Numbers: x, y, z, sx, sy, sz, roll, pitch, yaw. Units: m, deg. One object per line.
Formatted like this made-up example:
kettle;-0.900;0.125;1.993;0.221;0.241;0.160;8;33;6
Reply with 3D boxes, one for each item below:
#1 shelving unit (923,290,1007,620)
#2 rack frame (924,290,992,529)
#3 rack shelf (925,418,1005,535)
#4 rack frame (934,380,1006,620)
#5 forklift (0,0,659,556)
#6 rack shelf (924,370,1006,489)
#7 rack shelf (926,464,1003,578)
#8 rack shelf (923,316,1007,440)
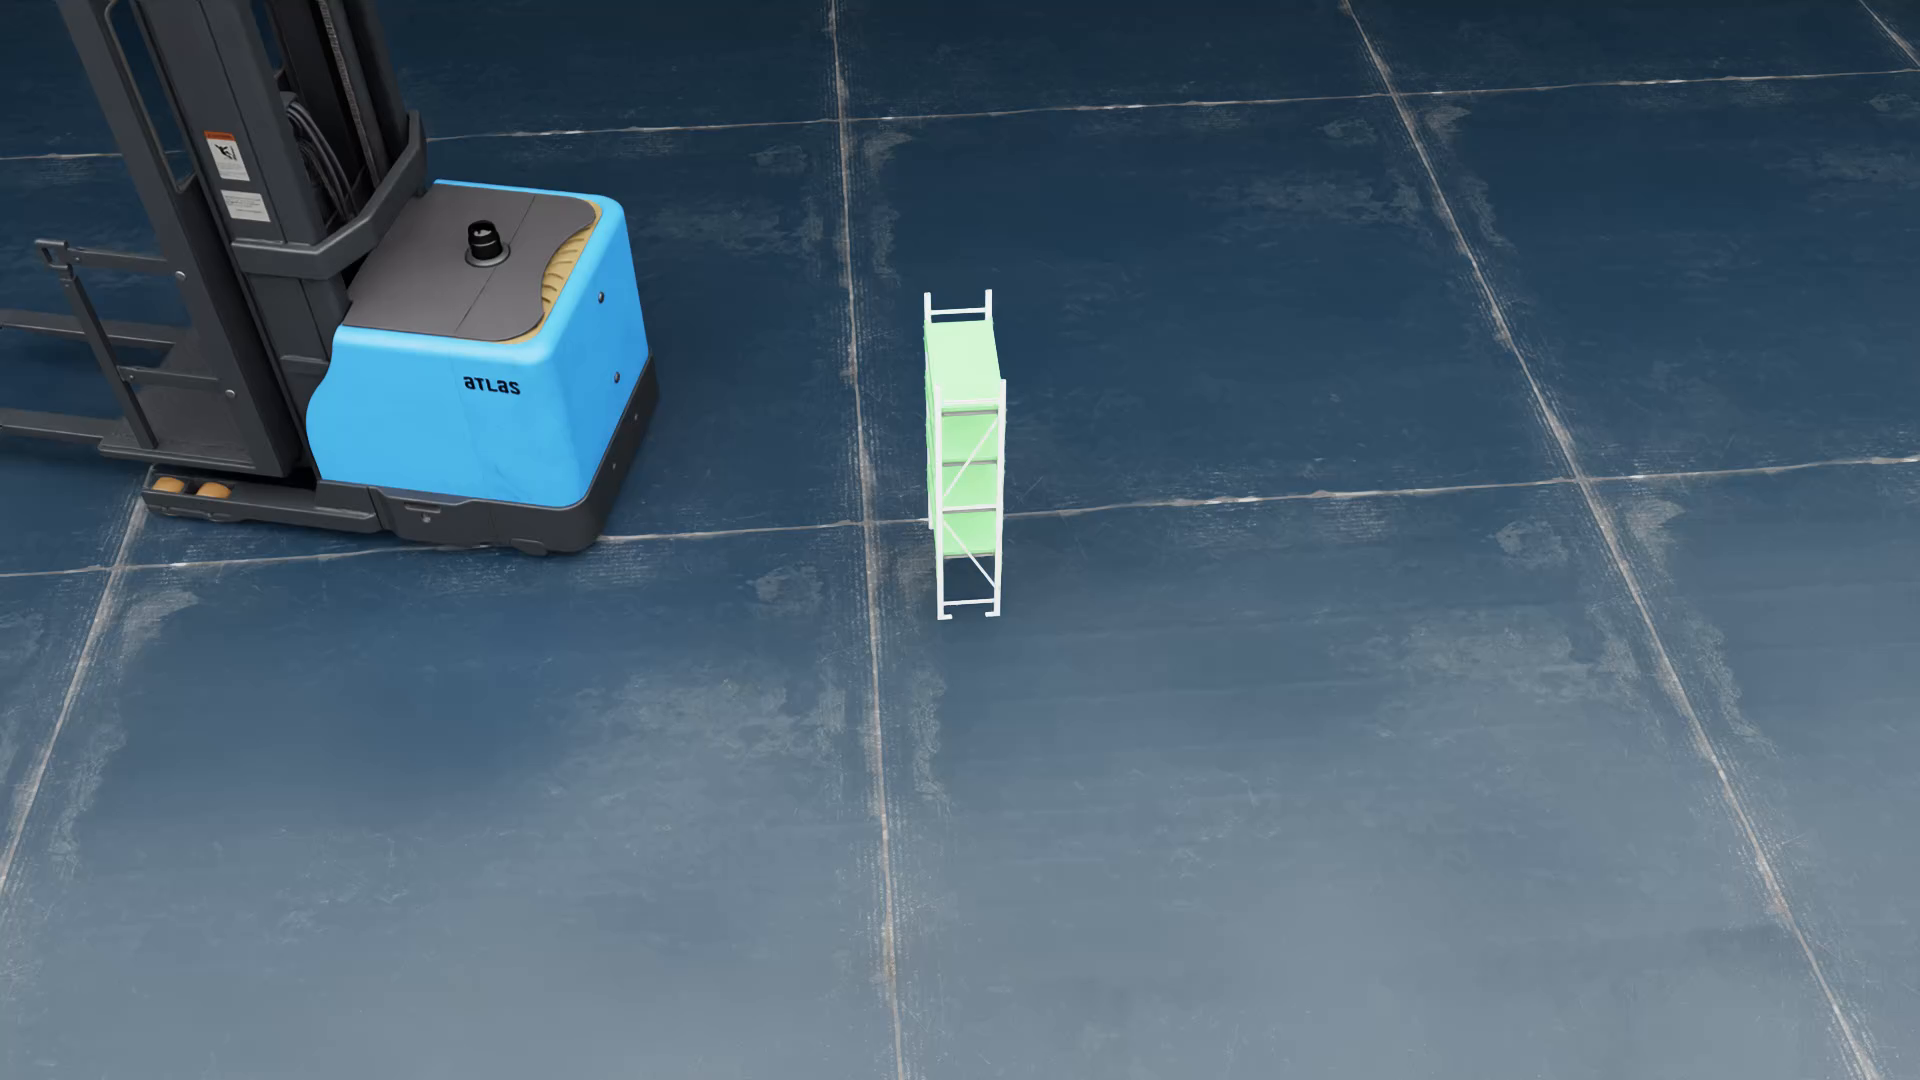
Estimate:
shelving unit;0.014;-0.293;6.201;0.258;1.200;0.503;-3;47;-3
rack frame;-0.007;-0.469;6.368;0.240;1.200;0.015;-3;47;-3
rack shelf;0.014;-0.249;6.247;0.258;0.148;0.480;-3;47;-3
rack frame;0.034;-0.116;6.034;0.240;1.200;0.015;-3;47;-3
forklift;-2.874;-1.454;6.108;3.031;2.935;1.130;7;47;6
rack shelf;0.014;-0.414;6.073;0.258;0.148;0.480;-3;47;-3
rack shelf;0.014;-0.084;6.422;0.258;0.148;0.480;-3;47;-3
rack shelf;0.014;-0.579;5.899;0.258;0.148;0.480;-3;47;-3
